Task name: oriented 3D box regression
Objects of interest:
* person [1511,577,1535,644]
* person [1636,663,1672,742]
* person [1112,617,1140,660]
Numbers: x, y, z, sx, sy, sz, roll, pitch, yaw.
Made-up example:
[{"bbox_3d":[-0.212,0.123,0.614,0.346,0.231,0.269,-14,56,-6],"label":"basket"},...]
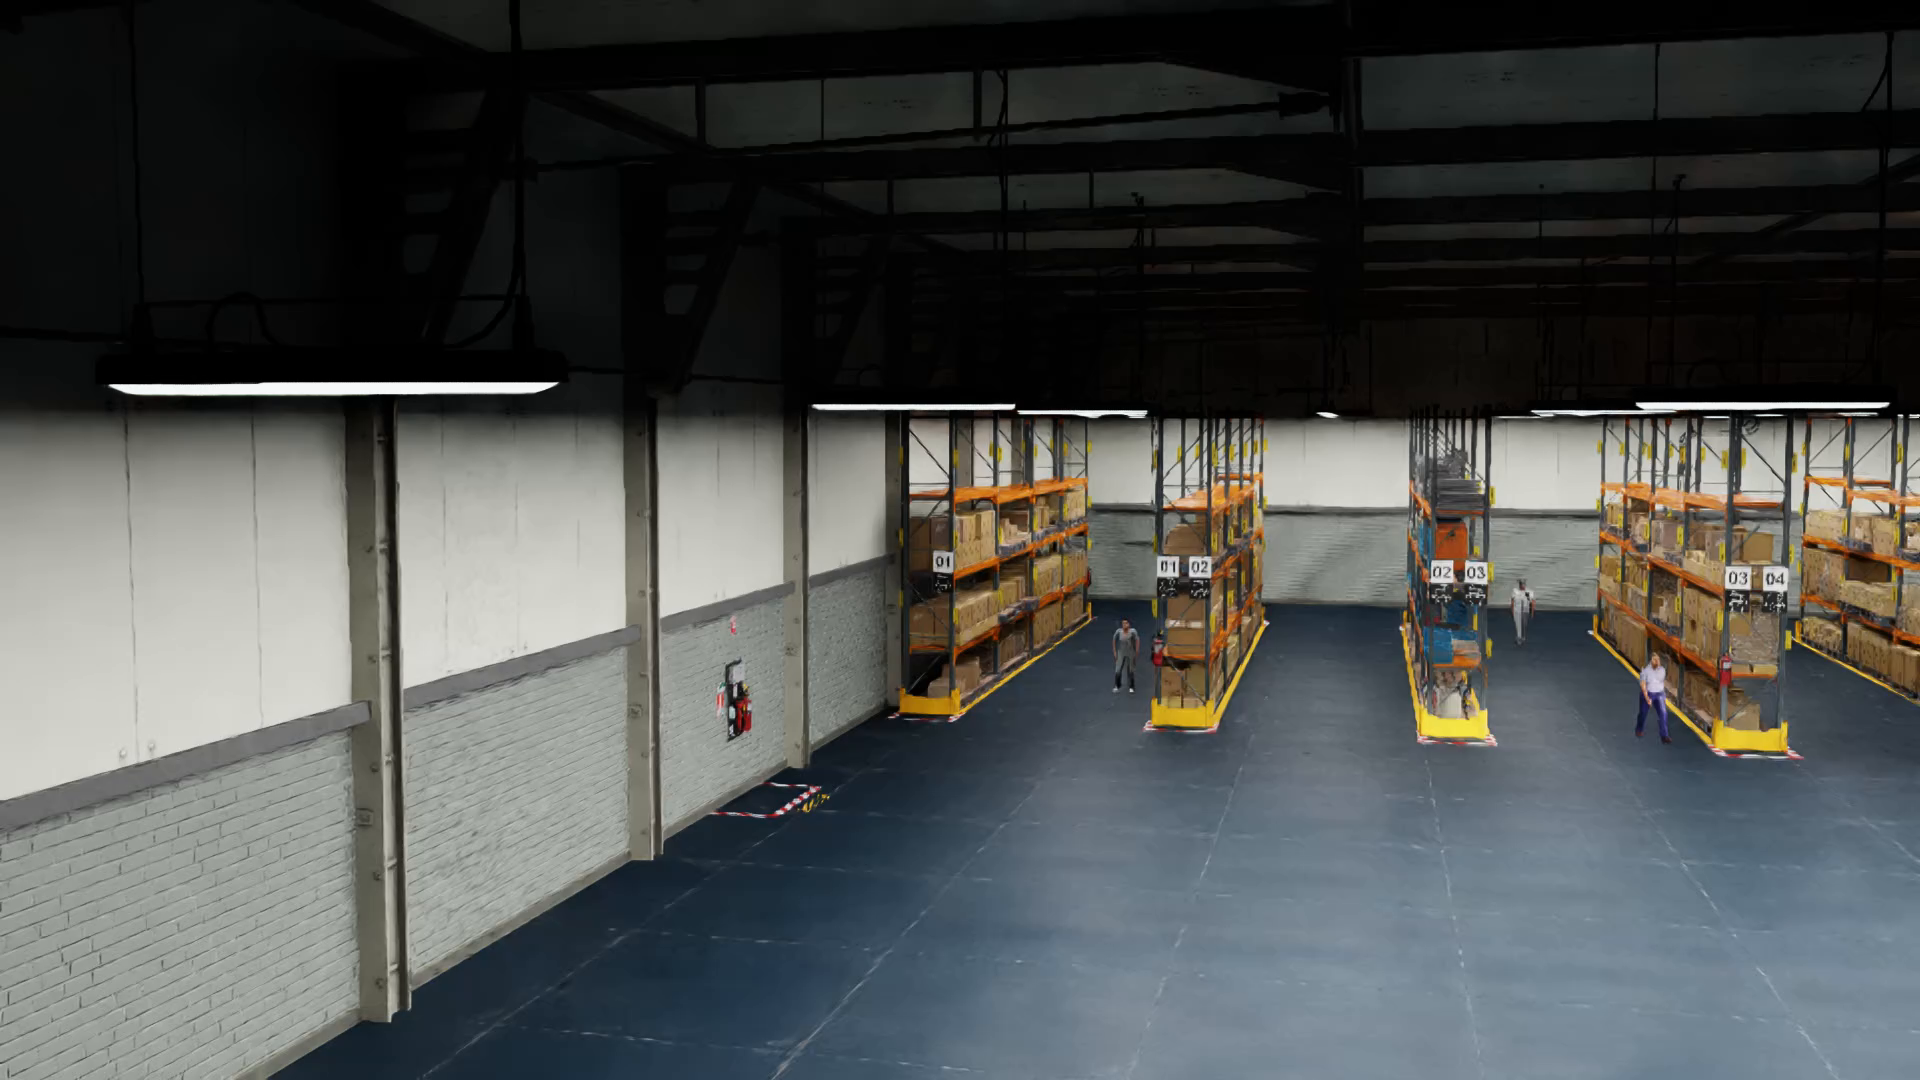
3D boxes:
[{"bbox_3d":[14.461,1.799,42.711,0.556,1.712,1.030,1,4,13],"label":"person"},{"bbox_3d":[12.362,2.880,29.705,0.471,1.390,1.000,0,4,5],"label":"person"},{"bbox_3d":[3.475,2.057,34.919,0.580,0.900,0.305,1,4,12],"label":"person"}]
